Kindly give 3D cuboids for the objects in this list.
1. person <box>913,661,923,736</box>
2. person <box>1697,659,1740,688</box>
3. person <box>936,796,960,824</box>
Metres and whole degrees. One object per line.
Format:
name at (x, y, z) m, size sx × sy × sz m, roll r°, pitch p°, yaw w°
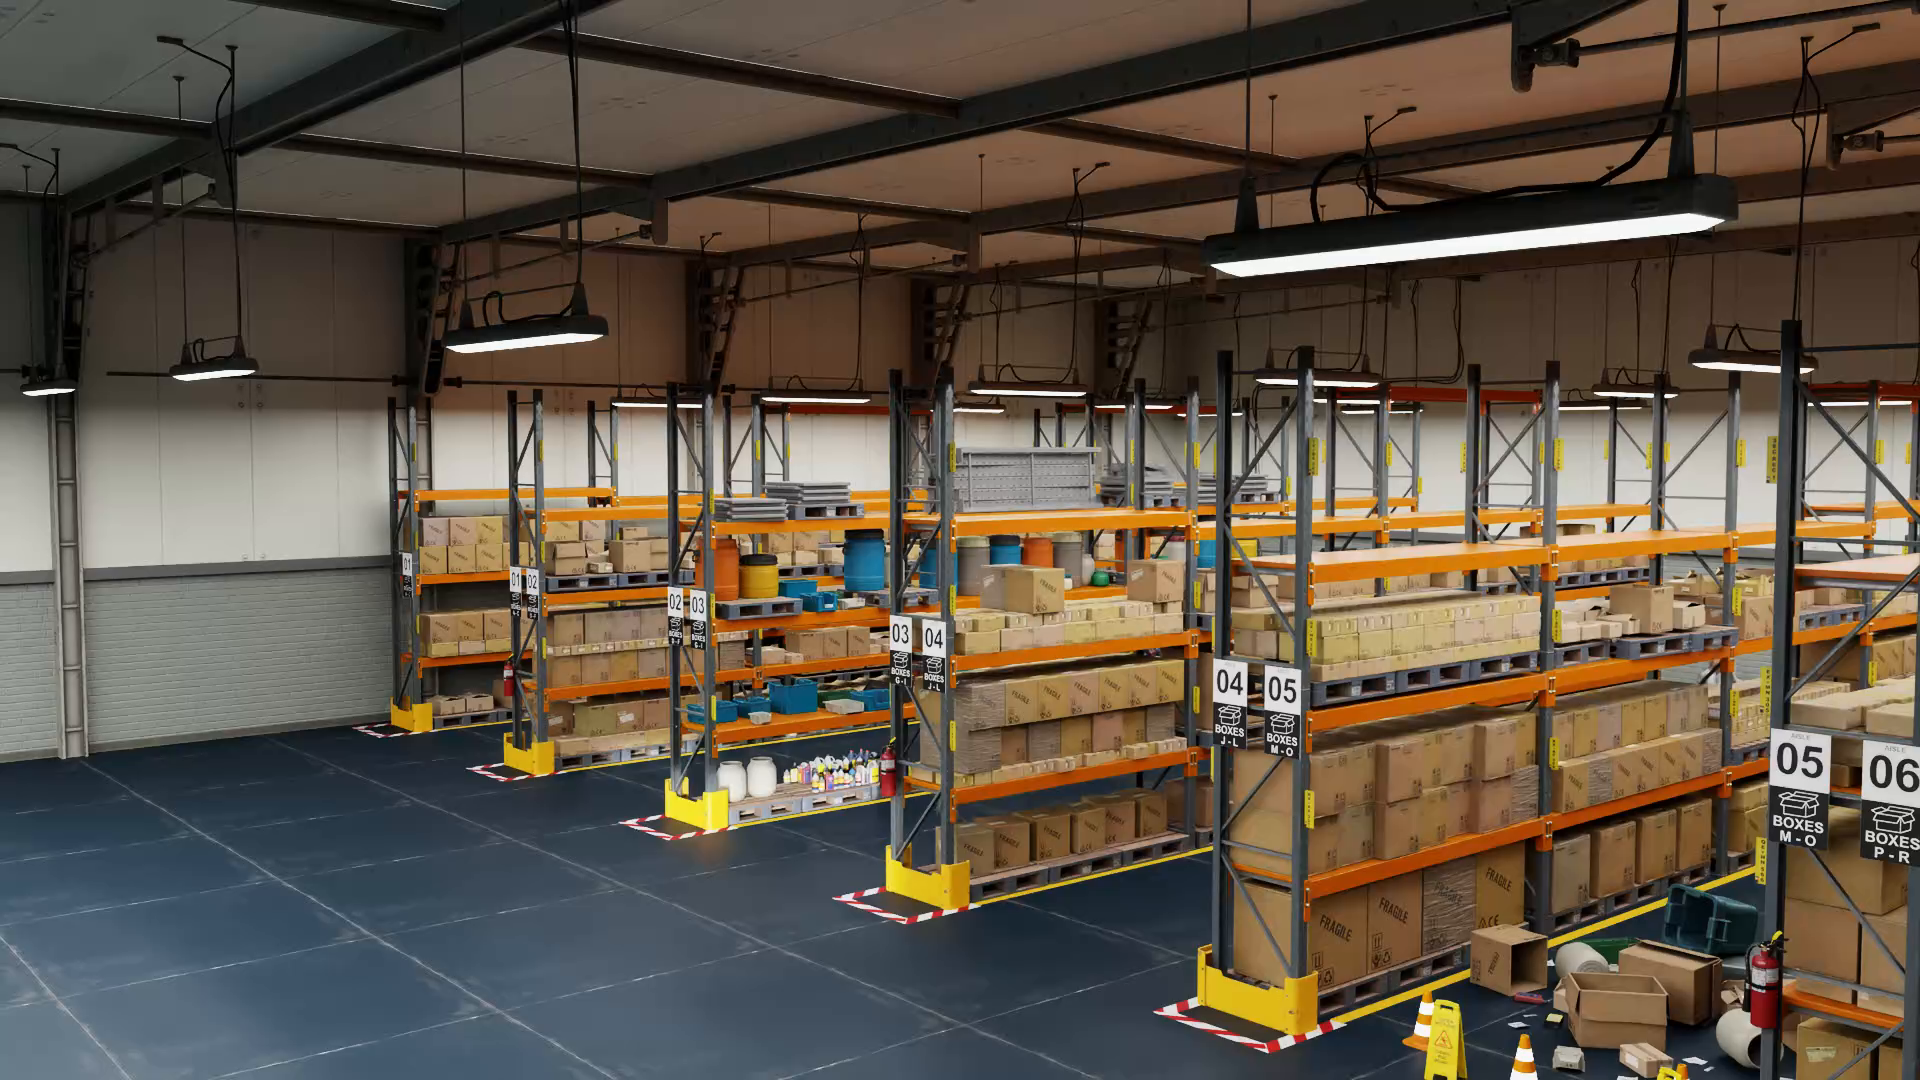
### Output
person at (-0.507, 2.423, 27.795) m, size 0.612 × 1.724 × 0.838 m, roll 3°, pitch 5°, yaw 44°
person at (12.579, 2.700, 27.612) m, size 0.704 × 1.708 × 0.541 m, roll 2°, pitch 4°, yaw 30°
person at (-0.202, 3.076, 21.405) m, size 0.598 × 1.685 × 0.560 m, roll -3°, pitch 5°, yaw -44°
